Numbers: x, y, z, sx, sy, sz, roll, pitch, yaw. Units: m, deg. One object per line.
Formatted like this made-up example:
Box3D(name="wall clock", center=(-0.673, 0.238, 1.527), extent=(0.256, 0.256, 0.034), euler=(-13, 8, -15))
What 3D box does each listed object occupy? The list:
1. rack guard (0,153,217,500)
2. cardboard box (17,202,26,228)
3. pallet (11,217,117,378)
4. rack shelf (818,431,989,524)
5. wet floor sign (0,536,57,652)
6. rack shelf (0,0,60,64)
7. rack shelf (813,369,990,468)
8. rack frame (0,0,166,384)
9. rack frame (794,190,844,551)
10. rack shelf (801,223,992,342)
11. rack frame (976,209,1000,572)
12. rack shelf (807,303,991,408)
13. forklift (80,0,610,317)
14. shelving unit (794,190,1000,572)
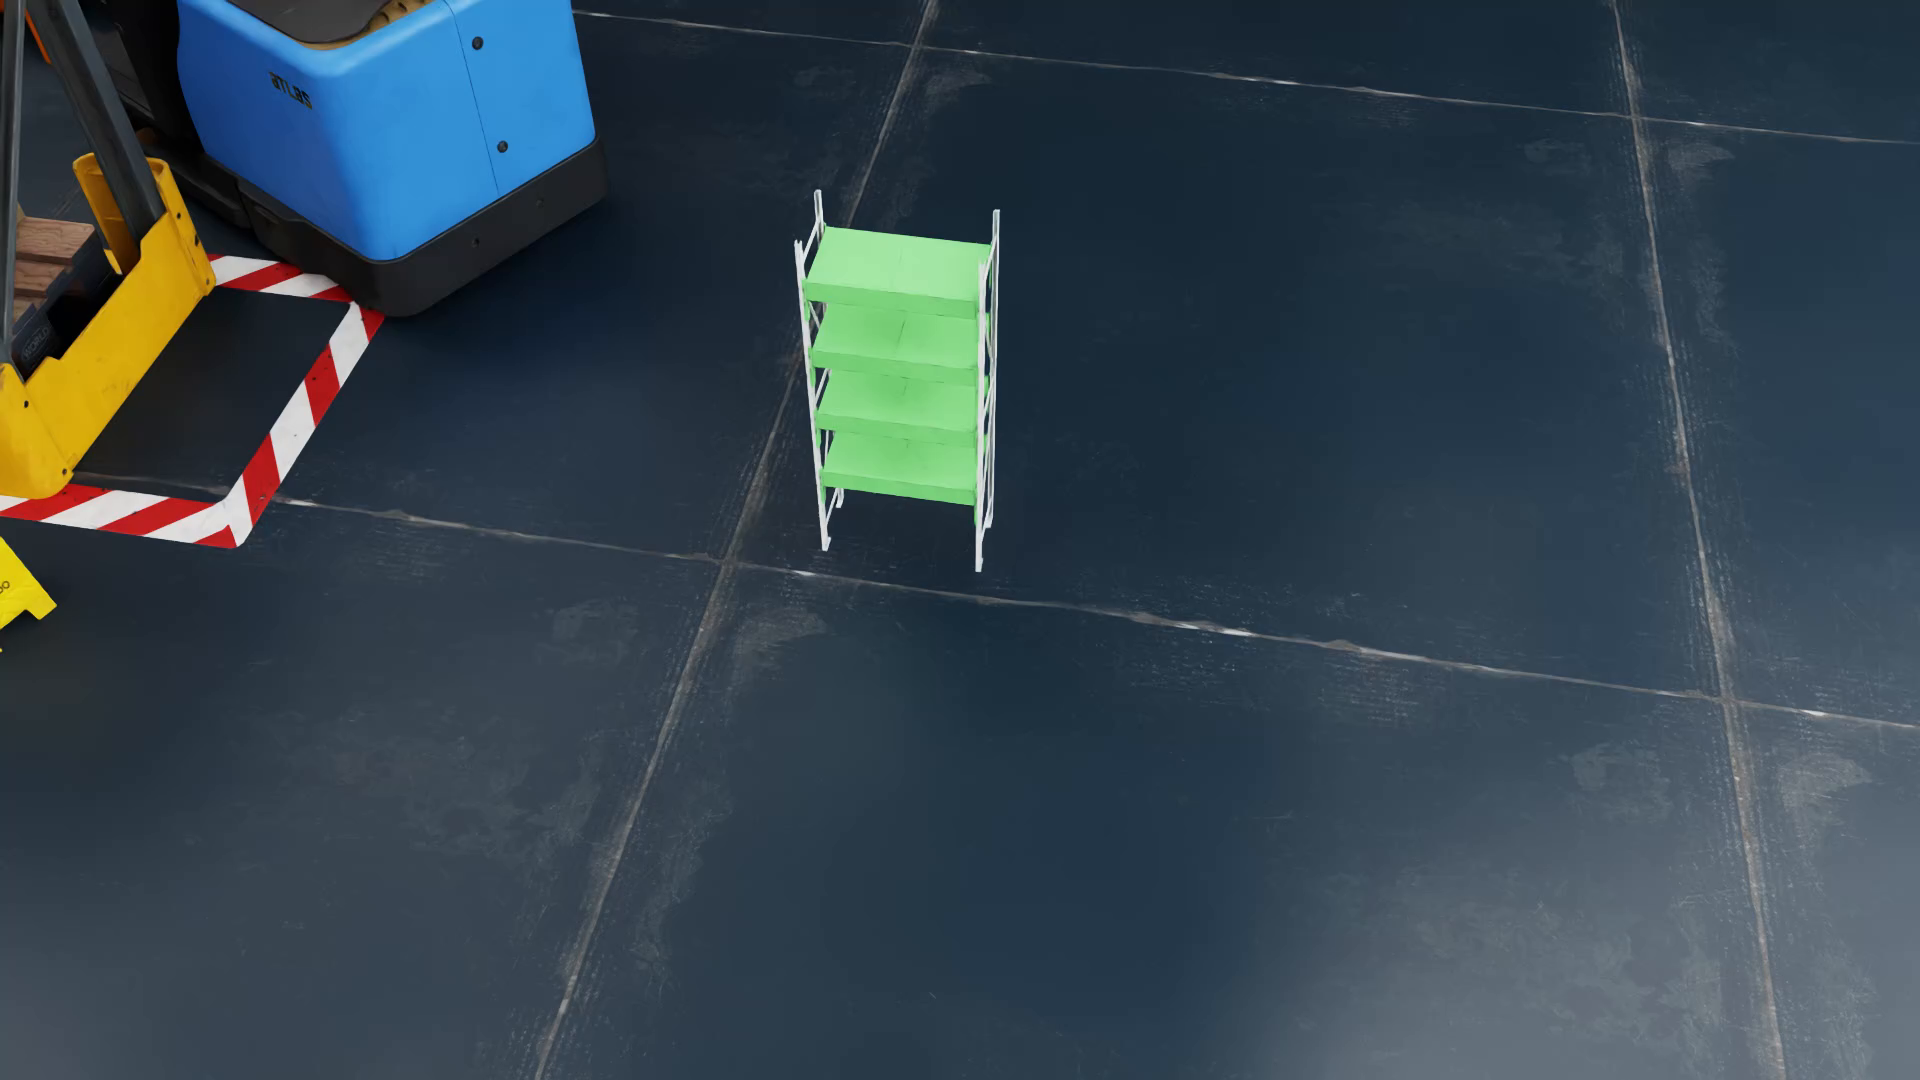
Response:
Box3D(name="rack guard", center=(-2.989, -0.741, 5.580), extent=(0.348, 0.500, 1.175), euler=(8, 49, 7))
Box3D(name="cardboard box", center=(-3.659, -1.097, 5.785), extent=(0.500, 0.250, 0.500), euler=(7, 48, 7))
Box3D(name="pallet", center=(-3.783, -0.778, 5.807), extent=(1.213, 0.211, 1.003), euler=(8, 49, 7))
Box3D(name="rack shelf", center=(-0.163, -0.220, 5.049), extent=(0.480, 0.148, 0.258), euler=(8, 49, 7))
Box3D(name="wet floor sign", center=(-2.918, 0.029, 4.790), extent=(0.232, 0.644, 0.267), euler=(23, 52, 20))
Box3D(name="rack shelf", center=(-4.883, -1.590, 5.146), extent=(4.000, 0.370, 1.077), euler=(8, 49, 7))
Box3D(name="rack shelf", center=(-0.163, -0.380, 4.871), extent=(0.480, 0.148, 0.258), euler=(8, 49, 7))
Box3D(name="rack frame", center=(-2.915, -1.566, 4.641), extent=(0.127, 3.000, 1.000), euler=(8, 49, 7))
Box3D(name="rack frame", center=(-0.403, -0.455, 4.852), extent=(0.015, 1.200, 0.240), euler=(8, 49, 7))
Box3D(name="rack shelf", center=(-0.163, -0.701, 4.514), extent=(0.480, 0.148, 0.258), euler=(8, 49, 7))
Box3D(name="rack frame", center=(0.077, -0.391, 4.794), extent=(0.015, 1.200, 0.240), euler=(8, 49, 7))
Box3D(name="rack shelf", center=(-0.163, -0.541, 4.692), extent=(0.480, 0.148, 0.258), euler=(8, 49, 7))
Box3D(name="forklift", center=(-2.796, -2.702, 5.707), extent=(3.031, 2.935, 1.130), euler=(32, 55, 25))
Box3D(name="shelving unit", center=(-0.163, -0.423, 4.823), extent=(0.503, 1.200, 0.258), euler=(8, 49, 7))
